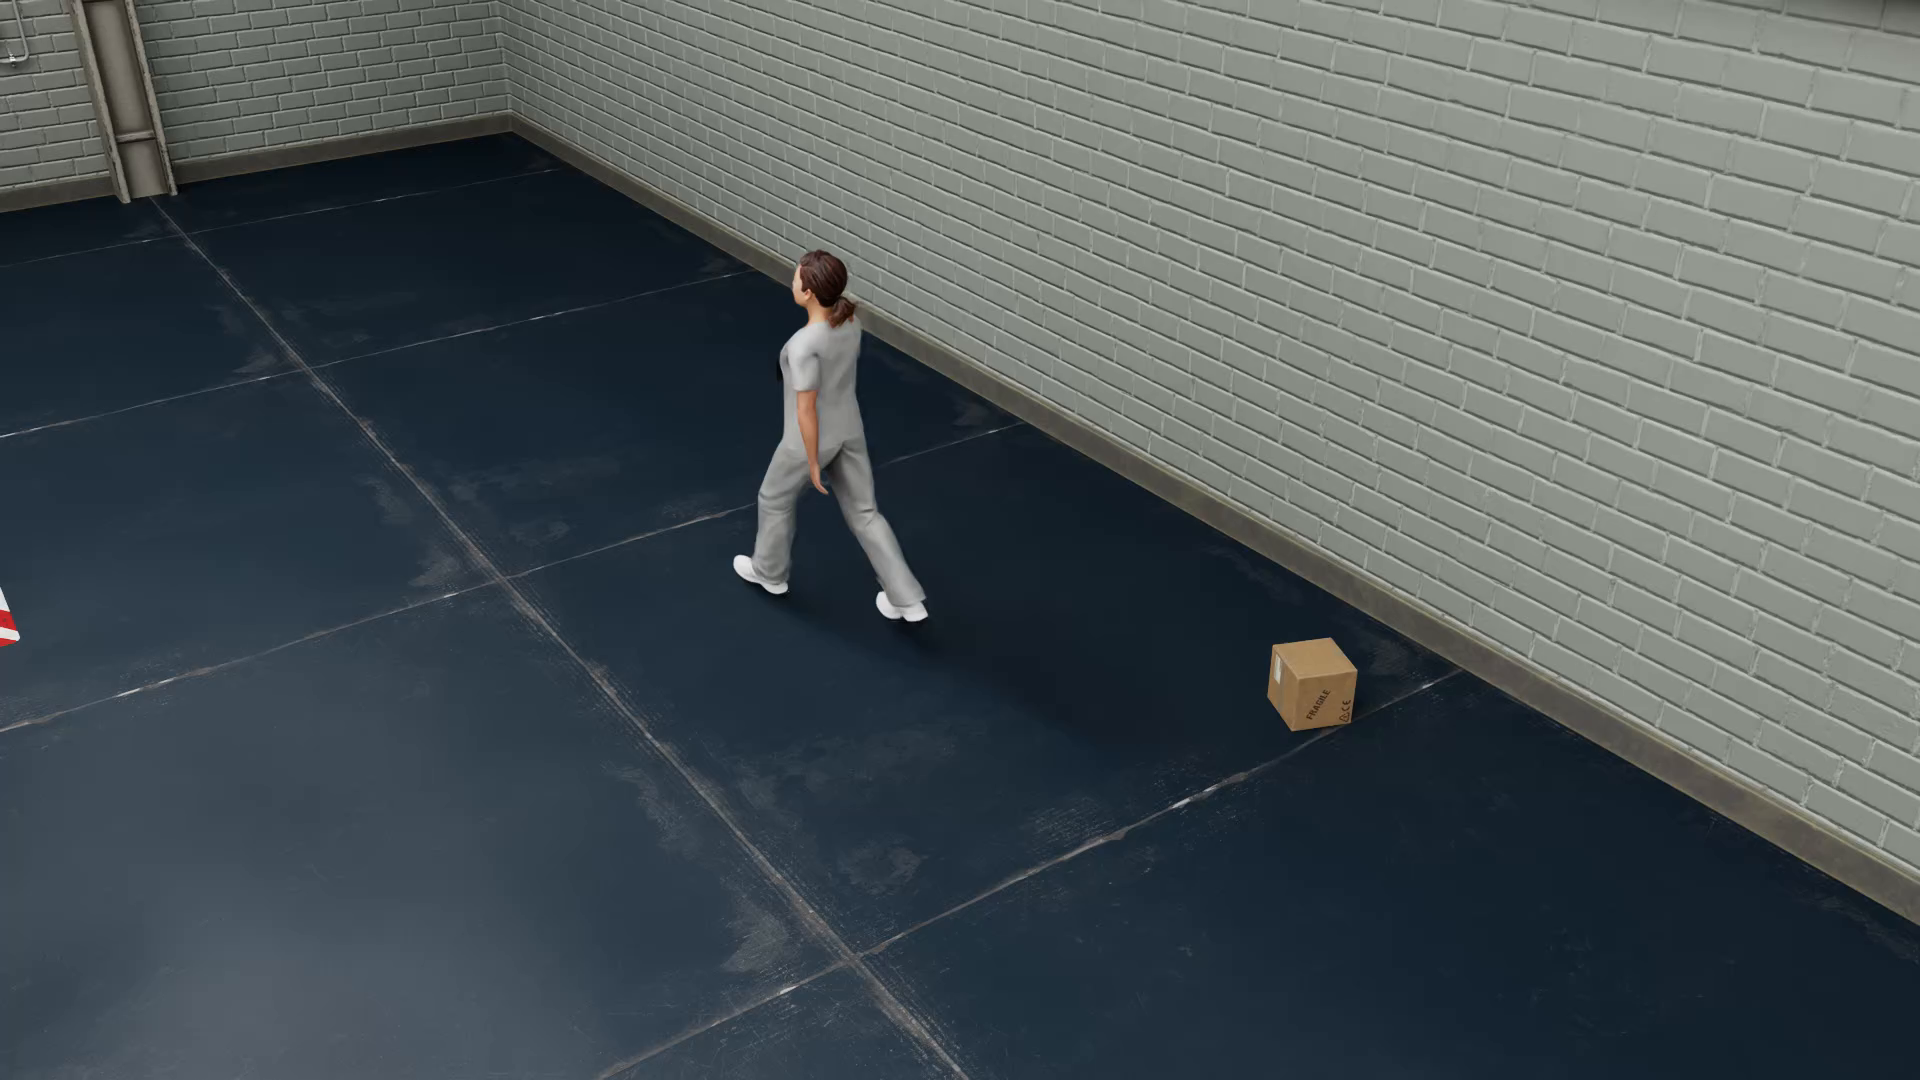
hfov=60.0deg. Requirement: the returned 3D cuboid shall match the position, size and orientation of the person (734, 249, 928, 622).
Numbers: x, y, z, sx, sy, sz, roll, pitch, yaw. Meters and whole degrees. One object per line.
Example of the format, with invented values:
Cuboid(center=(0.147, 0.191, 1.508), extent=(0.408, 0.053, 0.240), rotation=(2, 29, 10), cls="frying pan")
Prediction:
Cuboid(center=(-0.567, -0.427, 6.907), extent=(1.046, 1.618, 0.444), rotation=(23, 36, 36), cls="person")
